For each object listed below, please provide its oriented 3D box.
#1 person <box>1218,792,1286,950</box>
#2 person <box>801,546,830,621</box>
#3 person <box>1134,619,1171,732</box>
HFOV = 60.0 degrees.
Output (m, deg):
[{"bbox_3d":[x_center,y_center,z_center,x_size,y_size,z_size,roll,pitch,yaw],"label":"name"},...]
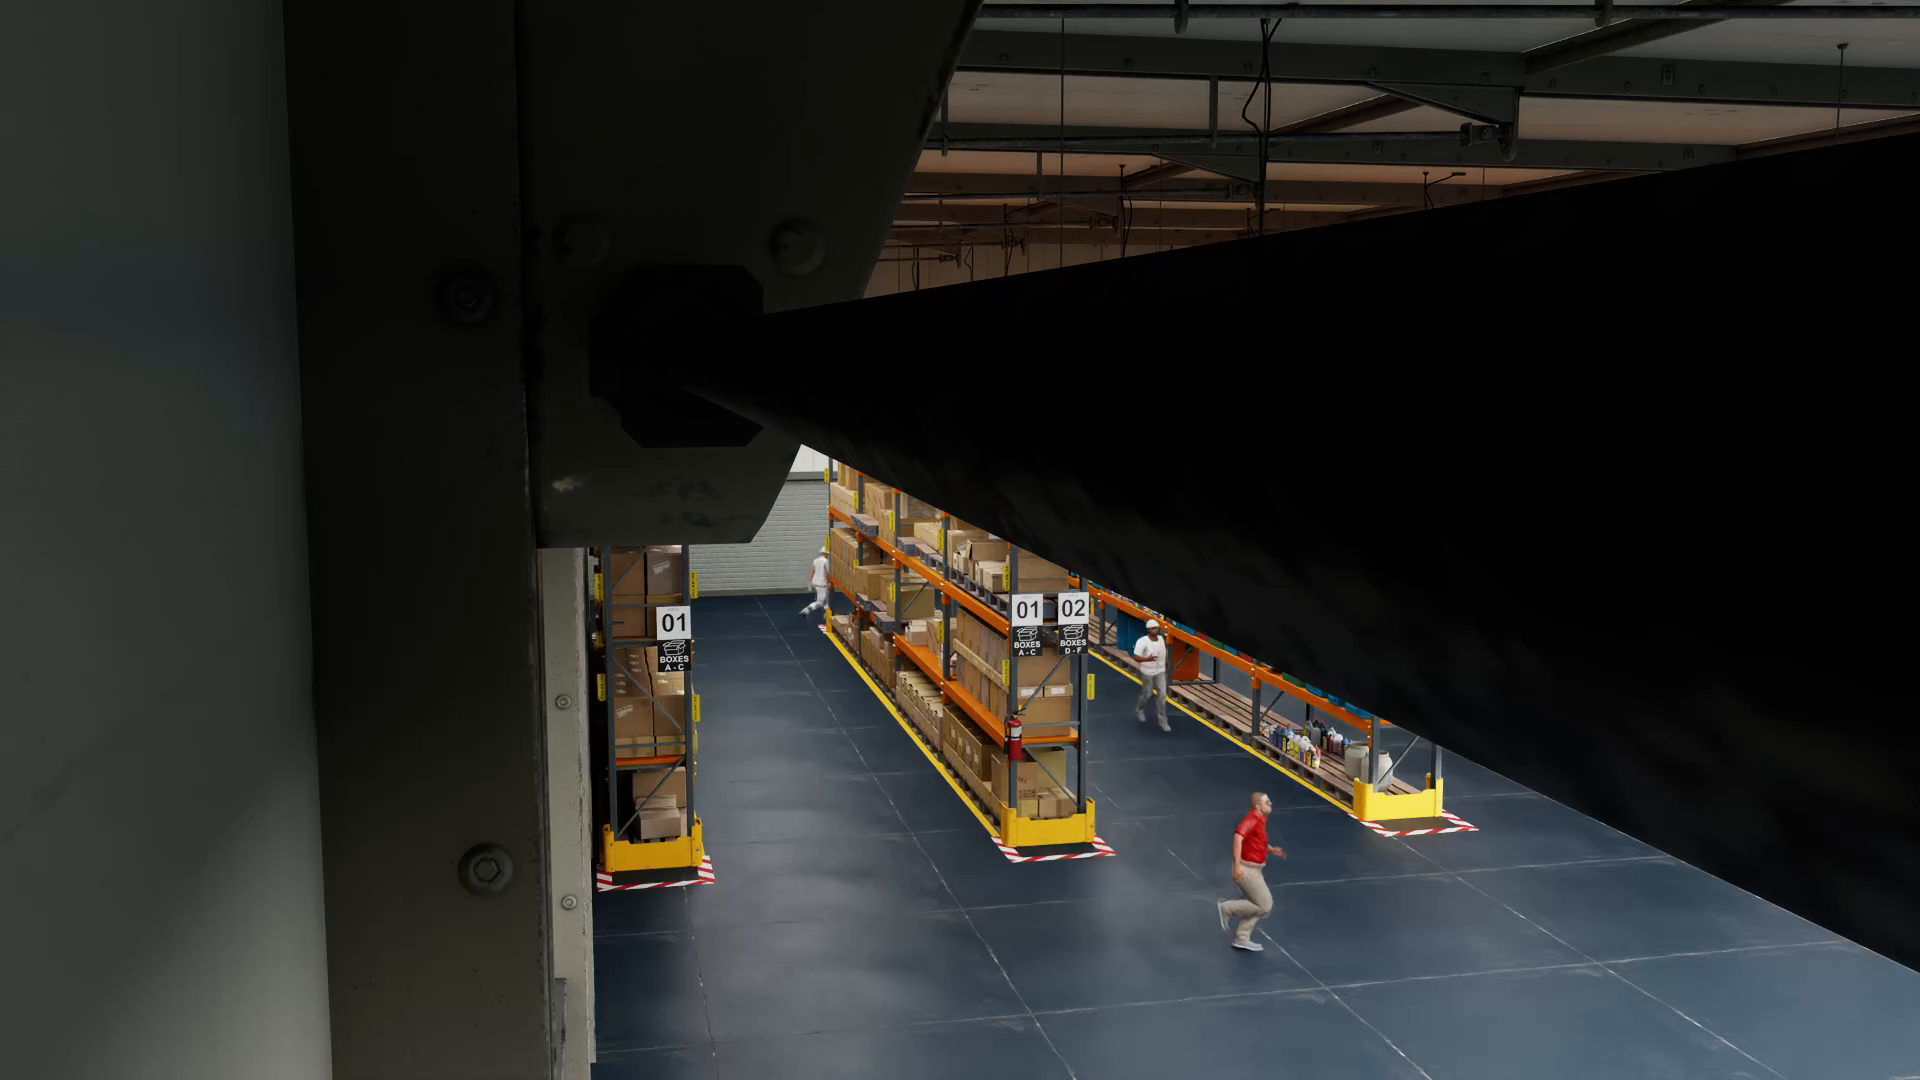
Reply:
[{"bbox_3d":[3.049,3.464,17.359,0.691,1.681,0.704,1,7,12],"label":"person"},{"bbox_3d":[-3.194,1.011,37.531,0.994,1.712,0.530,-4,8,-31],"label":"person"},{"bbox_3d":[3.159,2.191,27.320,0.690,1.788,0.912,-3,7,-22],"label":"person"}]
